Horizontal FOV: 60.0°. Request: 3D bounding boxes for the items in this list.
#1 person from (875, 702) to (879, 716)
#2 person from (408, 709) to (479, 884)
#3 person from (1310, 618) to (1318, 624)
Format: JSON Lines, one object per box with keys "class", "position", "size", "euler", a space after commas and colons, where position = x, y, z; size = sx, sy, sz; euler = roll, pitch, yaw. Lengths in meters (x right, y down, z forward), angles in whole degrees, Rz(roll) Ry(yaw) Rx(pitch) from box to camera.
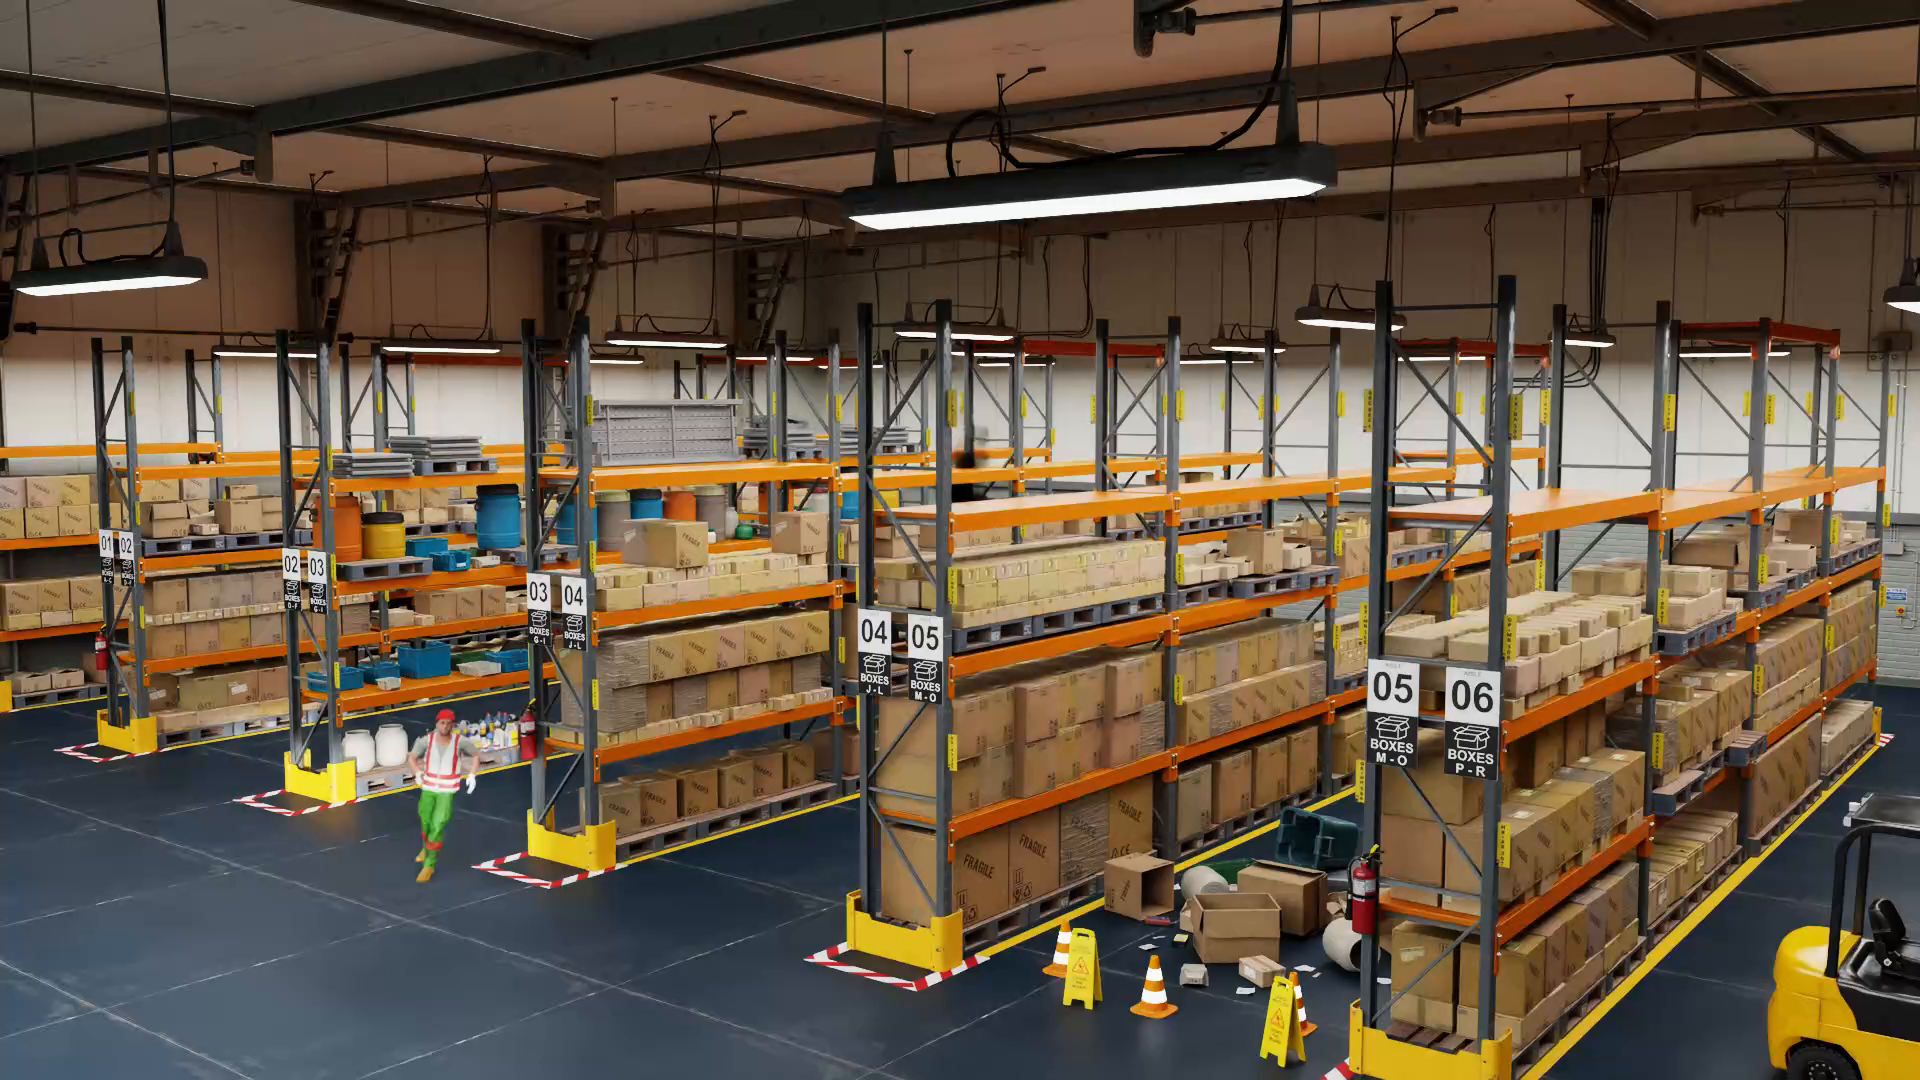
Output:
{"class": "person", "position": [-1.105, 1.973, 26.511], "size": [0.649, 1.804, 1.026], "euler": [2, 5, 25]}
{"class": "person", "position": [-5.607, 2.716, 17.937], "size": [0.724, 1.792, 0.865], "euler": [0, 5, -2]}
{"class": "person", "position": [5.554, 2.065, 26.238], "size": [0.593, 1.668, 0.925], "euler": [4, 7, 41]}
